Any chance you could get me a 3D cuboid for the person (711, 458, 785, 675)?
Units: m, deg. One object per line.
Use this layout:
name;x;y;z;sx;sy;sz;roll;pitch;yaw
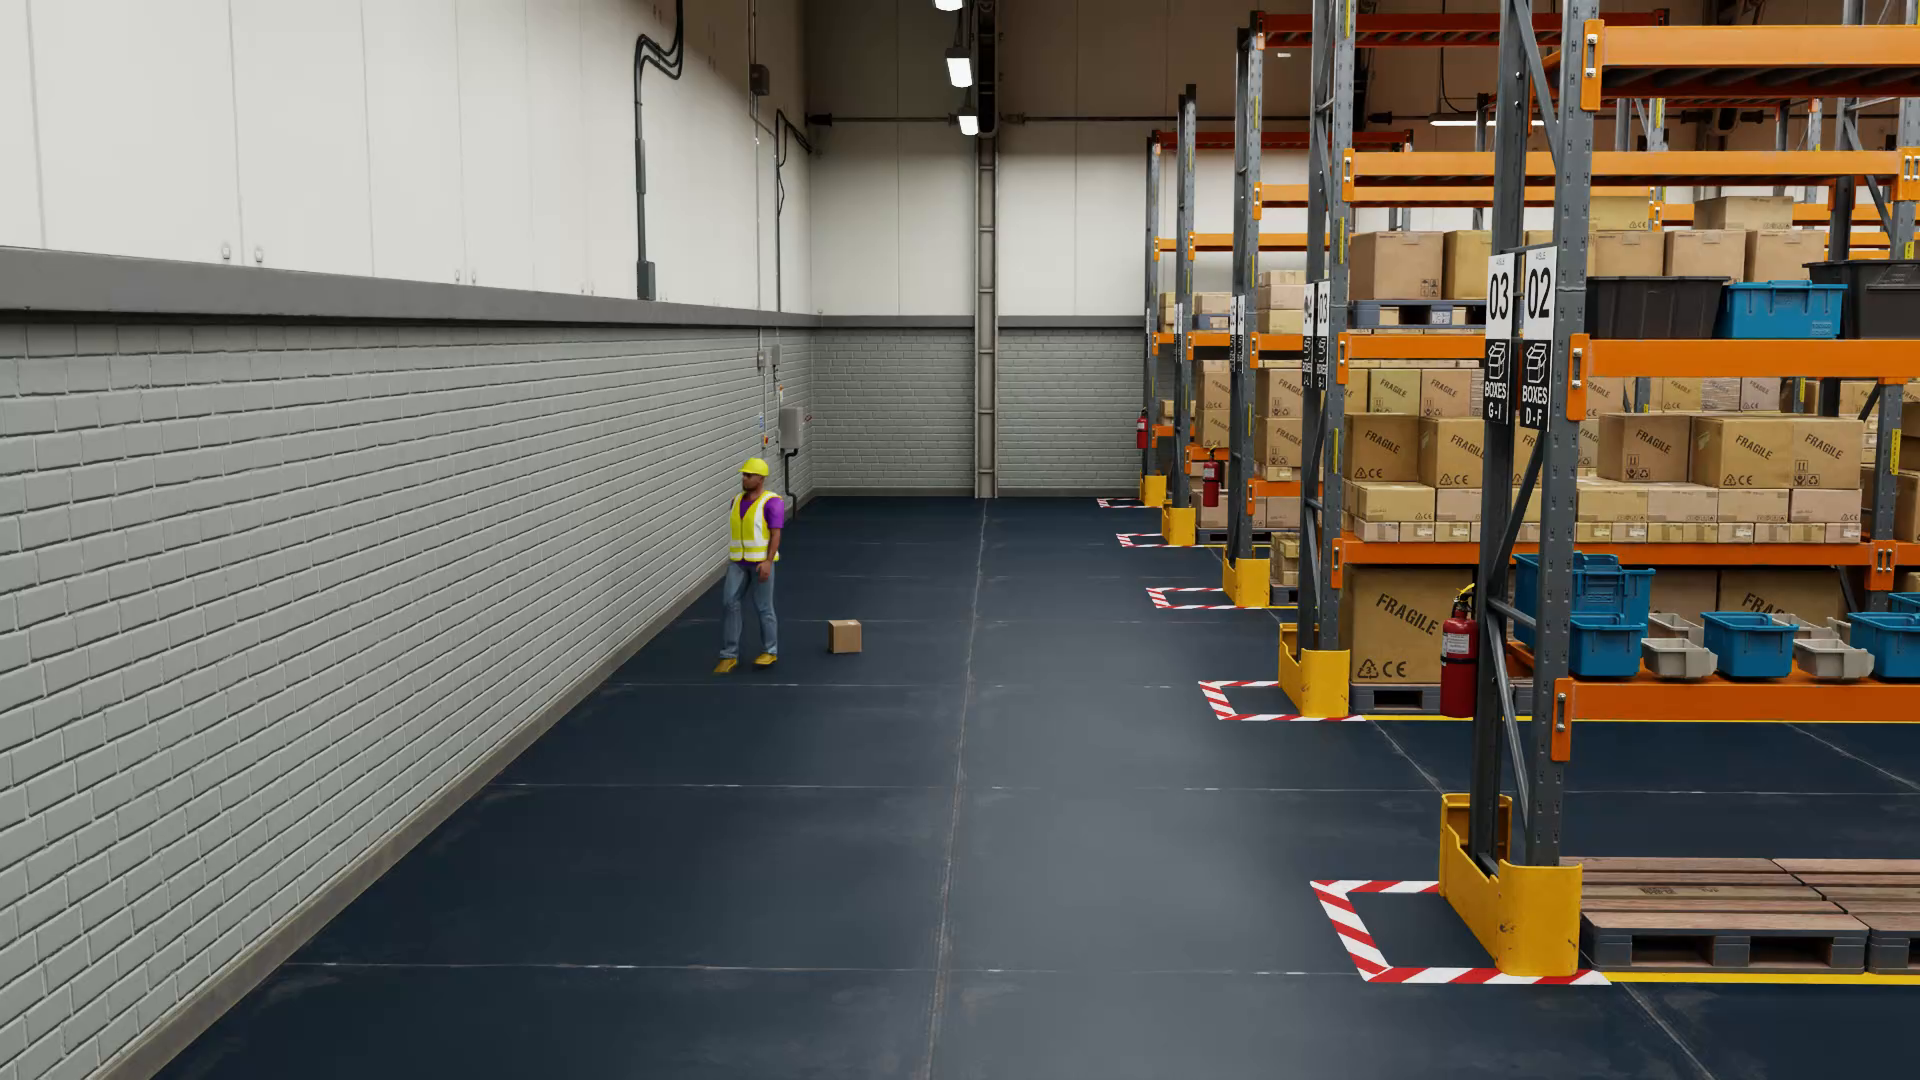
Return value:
person;-1.772;0.235;13.910;0.573;1.828;0.627;4;8;27
